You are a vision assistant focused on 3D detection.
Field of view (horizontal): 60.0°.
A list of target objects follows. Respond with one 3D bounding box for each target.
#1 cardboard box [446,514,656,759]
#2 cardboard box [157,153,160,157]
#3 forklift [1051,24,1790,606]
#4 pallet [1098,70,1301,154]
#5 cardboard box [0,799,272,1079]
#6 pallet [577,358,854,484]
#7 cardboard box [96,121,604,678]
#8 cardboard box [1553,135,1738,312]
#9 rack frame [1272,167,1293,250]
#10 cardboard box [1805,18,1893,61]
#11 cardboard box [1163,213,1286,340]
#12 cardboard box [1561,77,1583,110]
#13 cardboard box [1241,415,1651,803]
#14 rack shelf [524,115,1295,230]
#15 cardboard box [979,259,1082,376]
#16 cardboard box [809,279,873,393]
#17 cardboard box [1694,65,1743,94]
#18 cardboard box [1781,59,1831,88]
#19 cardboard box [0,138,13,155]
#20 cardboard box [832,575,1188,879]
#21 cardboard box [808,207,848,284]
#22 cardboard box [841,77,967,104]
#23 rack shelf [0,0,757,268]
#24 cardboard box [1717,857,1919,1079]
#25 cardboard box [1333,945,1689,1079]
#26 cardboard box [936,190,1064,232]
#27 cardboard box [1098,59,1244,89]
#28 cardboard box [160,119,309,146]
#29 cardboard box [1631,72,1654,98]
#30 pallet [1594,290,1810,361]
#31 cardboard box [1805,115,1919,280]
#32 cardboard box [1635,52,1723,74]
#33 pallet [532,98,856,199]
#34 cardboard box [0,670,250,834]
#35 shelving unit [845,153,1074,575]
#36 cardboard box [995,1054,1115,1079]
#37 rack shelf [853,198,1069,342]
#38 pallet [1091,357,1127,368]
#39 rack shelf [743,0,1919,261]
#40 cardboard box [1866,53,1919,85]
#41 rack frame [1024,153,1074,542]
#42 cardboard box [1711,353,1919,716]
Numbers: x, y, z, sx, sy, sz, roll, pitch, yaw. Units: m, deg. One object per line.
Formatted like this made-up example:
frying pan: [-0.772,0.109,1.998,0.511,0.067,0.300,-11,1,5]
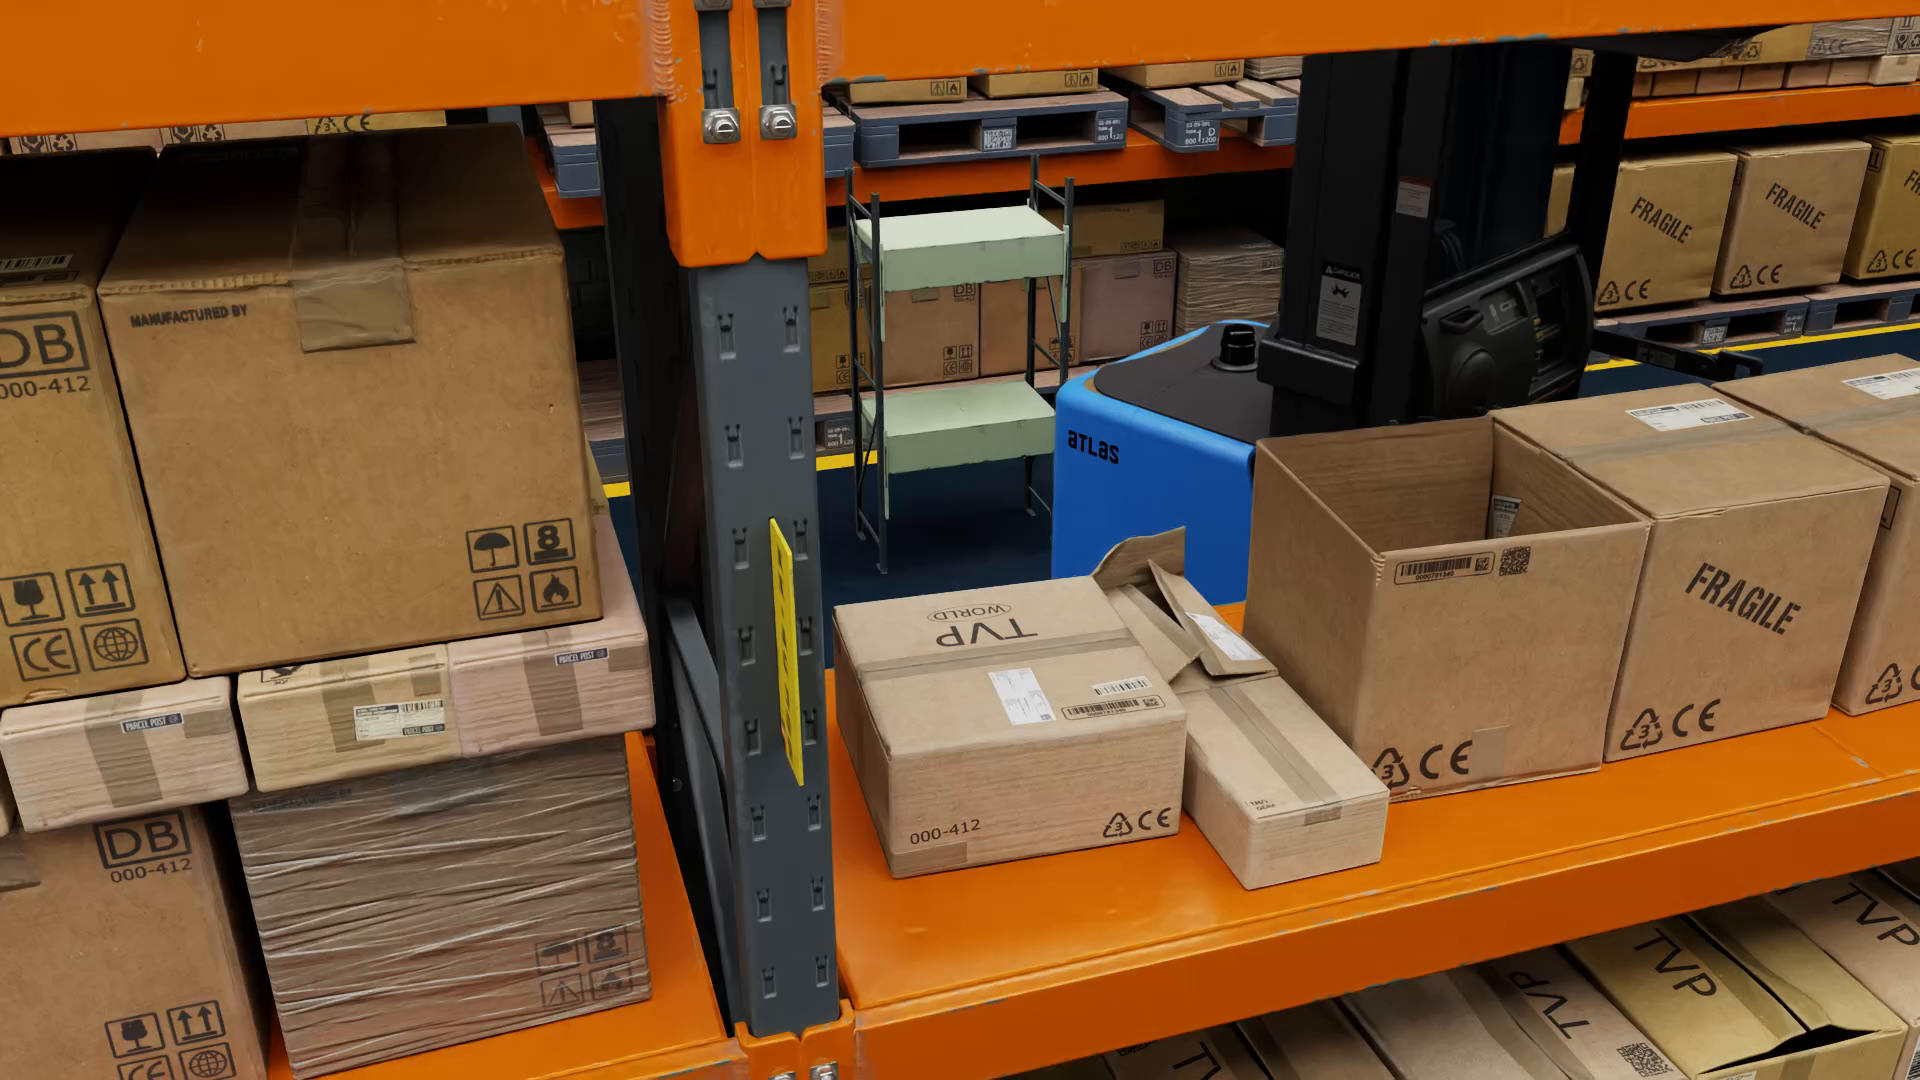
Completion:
cardboard box: [-0.577,0.121,2.290,0.250,0.149,0.380,-8,28,-16]
cardboard box: [-3.229,-1.373,6.288,0.500,0.250,0.500,-8,28,-16]
forklift: [1.699,-0.549,4.559,3.031,2.935,1.130,23,35,39]
pallet: [1.236,-2.087,7.796,1.003,0.211,1.213,-8,28,-16]
cardboard box: [-1.304,0.423,2.412,0.500,0.500,0.700,-9,28,-17]
pallet: [-1.183,-0.624,7.770,1.213,0.211,1.003,-8,28,-16]
cardboard box: [-0.805,-0.233,2.275,0.500,0.500,0.700,-8,28,-16]
cardboard box: [3.456,-1.705,8.756,0.750,0.750,0.750,-8,28,-16]
rack frame: [1.881,-2.316,8.042,0.127,3.000,1.000,-8,28,-16]
cardboard box: [4.361,-2.744,8.434,0.500,0.500,0.500,-8,28,-16]
cardboard box: [1.212,-1.272,8.256,0.500,0.500,0.700,-8,27,-15]
cardboard box: [2.787,-2.192,8.052,0.250,0.149,0.380,-7,27,-15]
cardboard box: [0.851,0.113,3.038,0.500,0.500,0.500,-6,27,-12]
rack shelf: [-0.021,-1.718,7.647,4.000,0.370,1.077,-8,28,-16]
cardboard box: [0.223,-1.170,8.050,0.500,0.500,0.700,-8,28,-16]
cardboard box: [-0.752,-1.043,7.795,0.500,0.500,0.700,-9,28,-17]
cardboard box: [3.721,-2.376,8.422,0.250,0.149,0.380,-8,28,-16]
cardboard box: [4.229,-2.441,8.553,0.250,0.149,0.380,-9,28,-18]
cardboard box: [-3.725,-1.639,5.981,0.500,0.500,0.500,-7,27,-14]
cardboard box: [0.070,0.310,2.922,0.500,0.250,0.500,-7,27,-13]
cardboard box: [-0.810,-1.349,7.567,0.500,0.250,0.500,-9,28,-17]
cardboard box: [-0.278,-2.241,7.283,0.500,0.500,0.700,-5,27,-9]
rack shelf: [-2.287,-0.417,1.653,4.000,0.370,1.077,-8,28,-16]
cardboard box: [2.024,0.889,3.575,0.500,0.311,0.500,-8,28,-16]
cardboard box: [1.055,1.031,3.289,0.500,0.311,0.500,-9,28,-18]
cardboard box: [0.164,-1.483,7.837,0.500,0.250,0.500,-8,28,-16]
cardboard box: [0.914,-2.401,7.605,0.500,0.500,0.700,-11,28,-21]
cardboard box: [-2.749,-1.776,6.257,0.500,0.500,0.500,-8,28,-16]
cardboard box: [3.232,-2.318,8.306,0.250,0.149,0.380,-8,27,-15]
pallet: [3.812,-1.310,9.152,1.213,0.211,1.003,-8,28,-16]
cardboard box: [5.106,-1.948,9.245,0.750,0.750,0.750,-8,27,-15]
cardboard box: [3.395,-2.598,8.140,0.500,0.500,0.500,-8,28,-16]
pallet: [-1.151,-1.723,7.063,1.213,0.211,1.003,-8,28,-16]
cardboard box: [-1.061,0.192,2.149,0.250,0.149,0.380,-9,28,-18]
shelving unit: [-0.006,-0.671,6.415,0.755,1.500,0.431,-8,28,-16]
cardboard box: [0.085,1.169,3.010,0.500,0.311,0.500,-8,28,-16]
rack shelf: [-0.006,-1.020,6.241,0.720,0.370,0.431,-8,28,-16]
pallet: [1.137,-0.960,8.446,1.213,0.211,1.003,-8,28,-16]
rack shelf: [1.517,-0.968,2.762,4.000,0.370,1.077,-8,28,-16]
cardboard box: [4.725,-2.474,8.621,0.250,0.149,0.380,-8,28,-16]
rack frame: [0.342,-0.721,6.516,0.023,1.500,0.400,-8,28,-16]
cardboard box: [1.828,-0.029,3.323,0.500,0.500,0.500,-10,28,-19]
